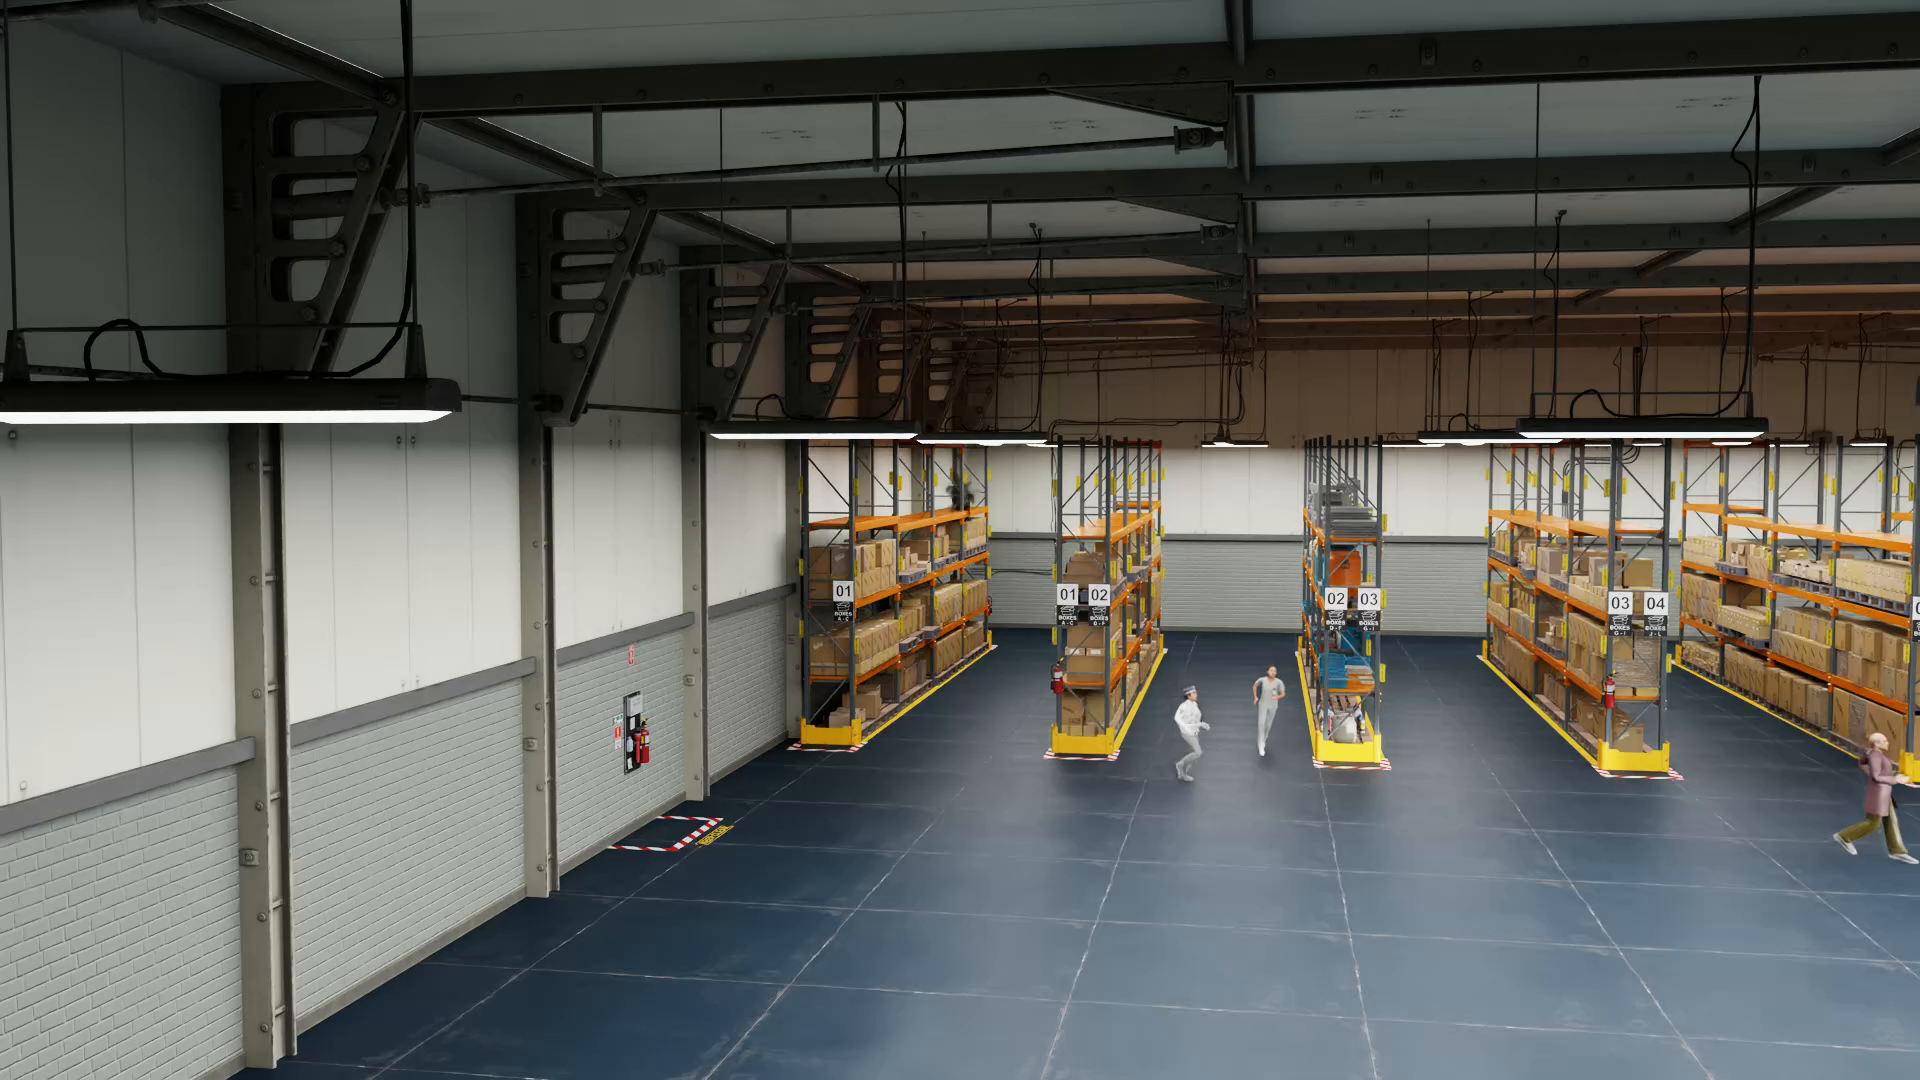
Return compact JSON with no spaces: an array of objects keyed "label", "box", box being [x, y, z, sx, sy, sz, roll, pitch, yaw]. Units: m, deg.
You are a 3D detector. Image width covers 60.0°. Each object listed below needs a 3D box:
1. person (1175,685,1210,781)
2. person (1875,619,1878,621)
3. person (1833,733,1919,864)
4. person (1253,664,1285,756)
[{"label":"person","box":[4.017,3.337,28.708,0.528,1.647,0.592,2,4,30]},{"label":"person","box":[24.974,2.553,44.948,0.556,1.521,0.627,2,4,32]},{"label":"person","box":[12.716,3.564,23.055,1.049,1.781,0.707,2,4,33]},{"label":"person","box":[5.867,3.195,31.569,0.586,1.693,0.895,0,3,6]}]
